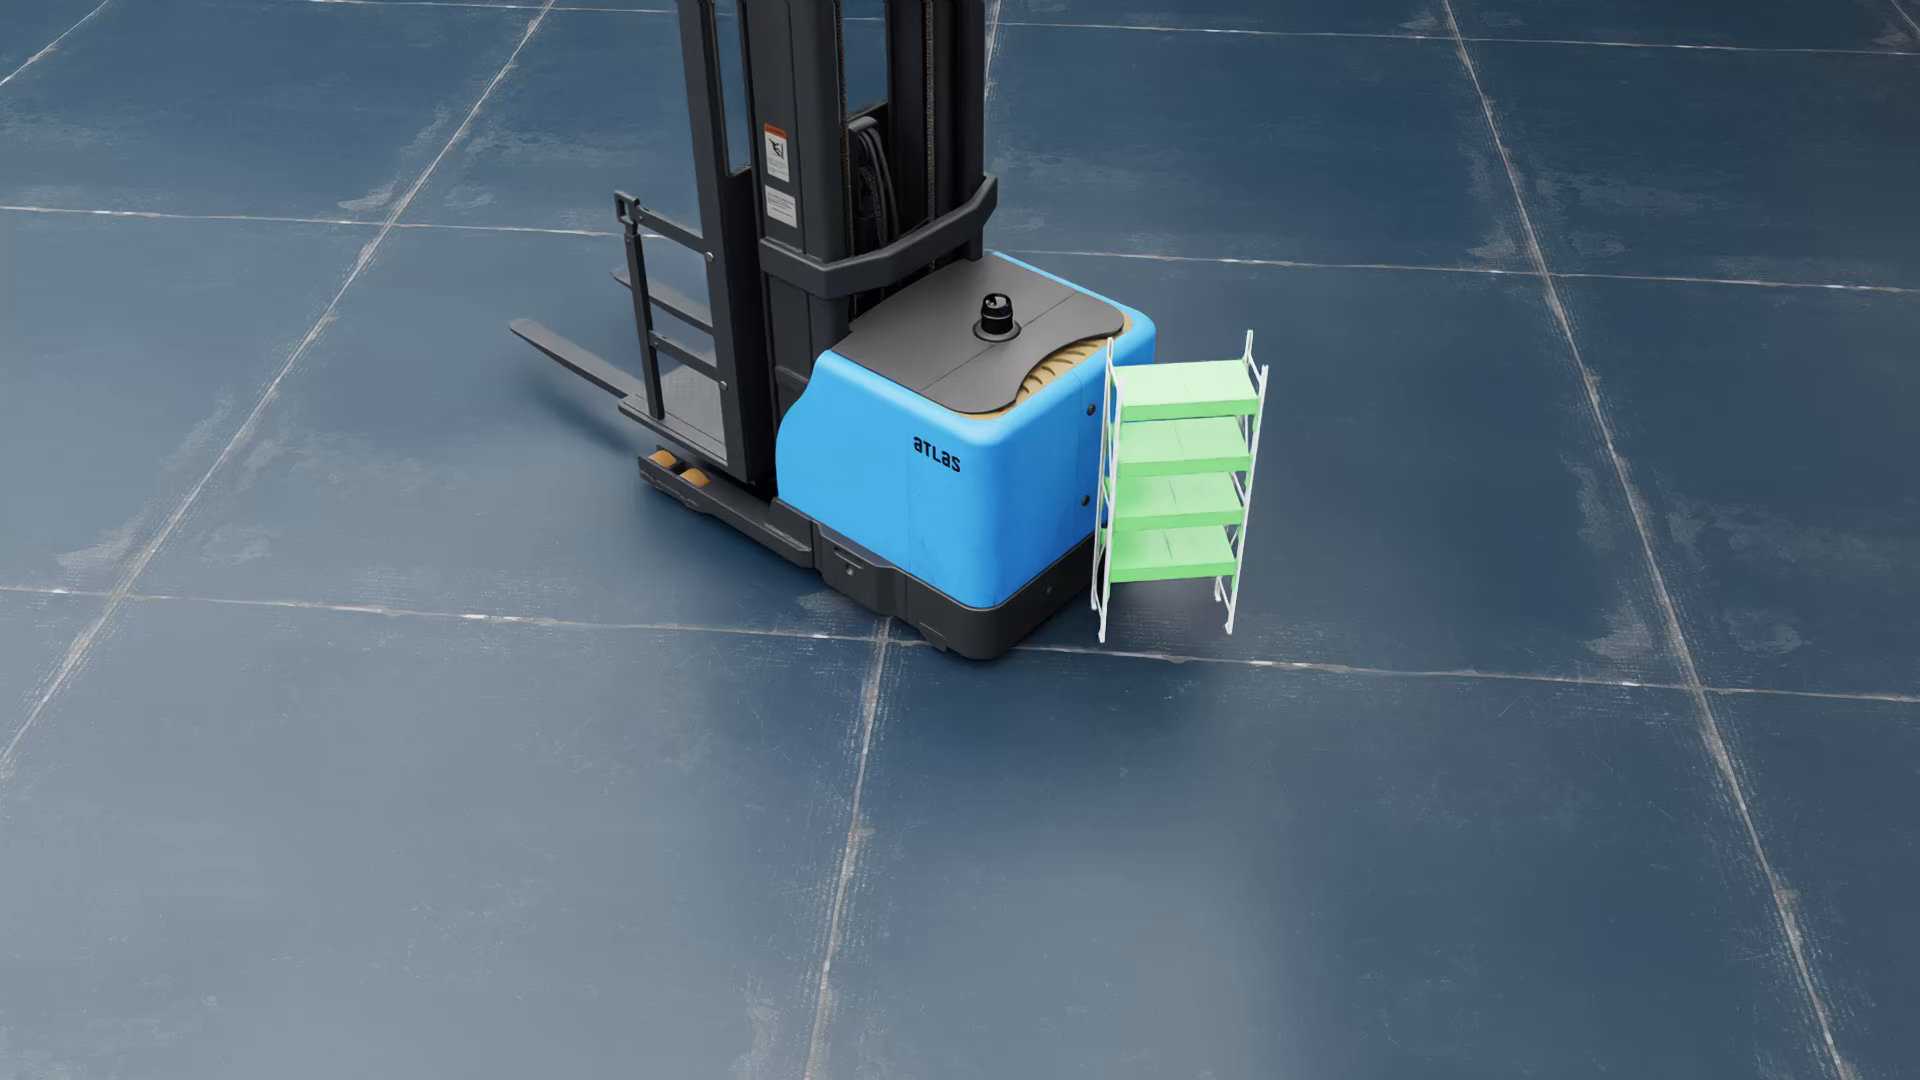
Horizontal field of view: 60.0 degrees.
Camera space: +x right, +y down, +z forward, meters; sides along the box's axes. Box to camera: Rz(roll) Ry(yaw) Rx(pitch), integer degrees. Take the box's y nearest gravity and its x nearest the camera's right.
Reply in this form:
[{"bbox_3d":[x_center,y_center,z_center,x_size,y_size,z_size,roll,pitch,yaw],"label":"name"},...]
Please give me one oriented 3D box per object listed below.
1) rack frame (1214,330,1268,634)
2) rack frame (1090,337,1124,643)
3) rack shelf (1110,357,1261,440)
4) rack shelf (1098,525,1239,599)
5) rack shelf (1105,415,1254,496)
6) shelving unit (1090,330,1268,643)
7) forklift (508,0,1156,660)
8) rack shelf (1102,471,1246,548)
[{"bbox_3d":[1.012,-0.184,6.025,0.015,1.200,0.240,-4,39,-4],"label":"rack frame"},{"bbox_3d":[0.526,-0.154,5.988,0.015,1.200,0.240,-4,39,-4],"label":"rack frame"},{"bbox_3d":[0.769,-0.491,5.744,0.480,0.148,0.258,-4,39,-4],"label":"rack shelf"},{"bbox_3d":[0.769,0.067,6.199,0.480,0.148,0.258,-4,39,-4],"label":"rack shelf"},{"bbox_3d":[0.769,-0.305,5.896,0.480,0.148,0.258,-4,39,-4],"label":"rack shelf"},{"bbox_3d":[0.769,-0.169,6.007,0.503,1.200,0.258,-4,39,-4],"label":"shelving unit"},{"bbox_3d":[-0.713,-1.490,6.259,3.031,2.935,1.130,29,47,31],"label":"forklift"},{"bbox_3d":[0.769,-0.119,6.047,0.480,0.148,0.258,-4,39,-4],"label":"rack shelf"}]
